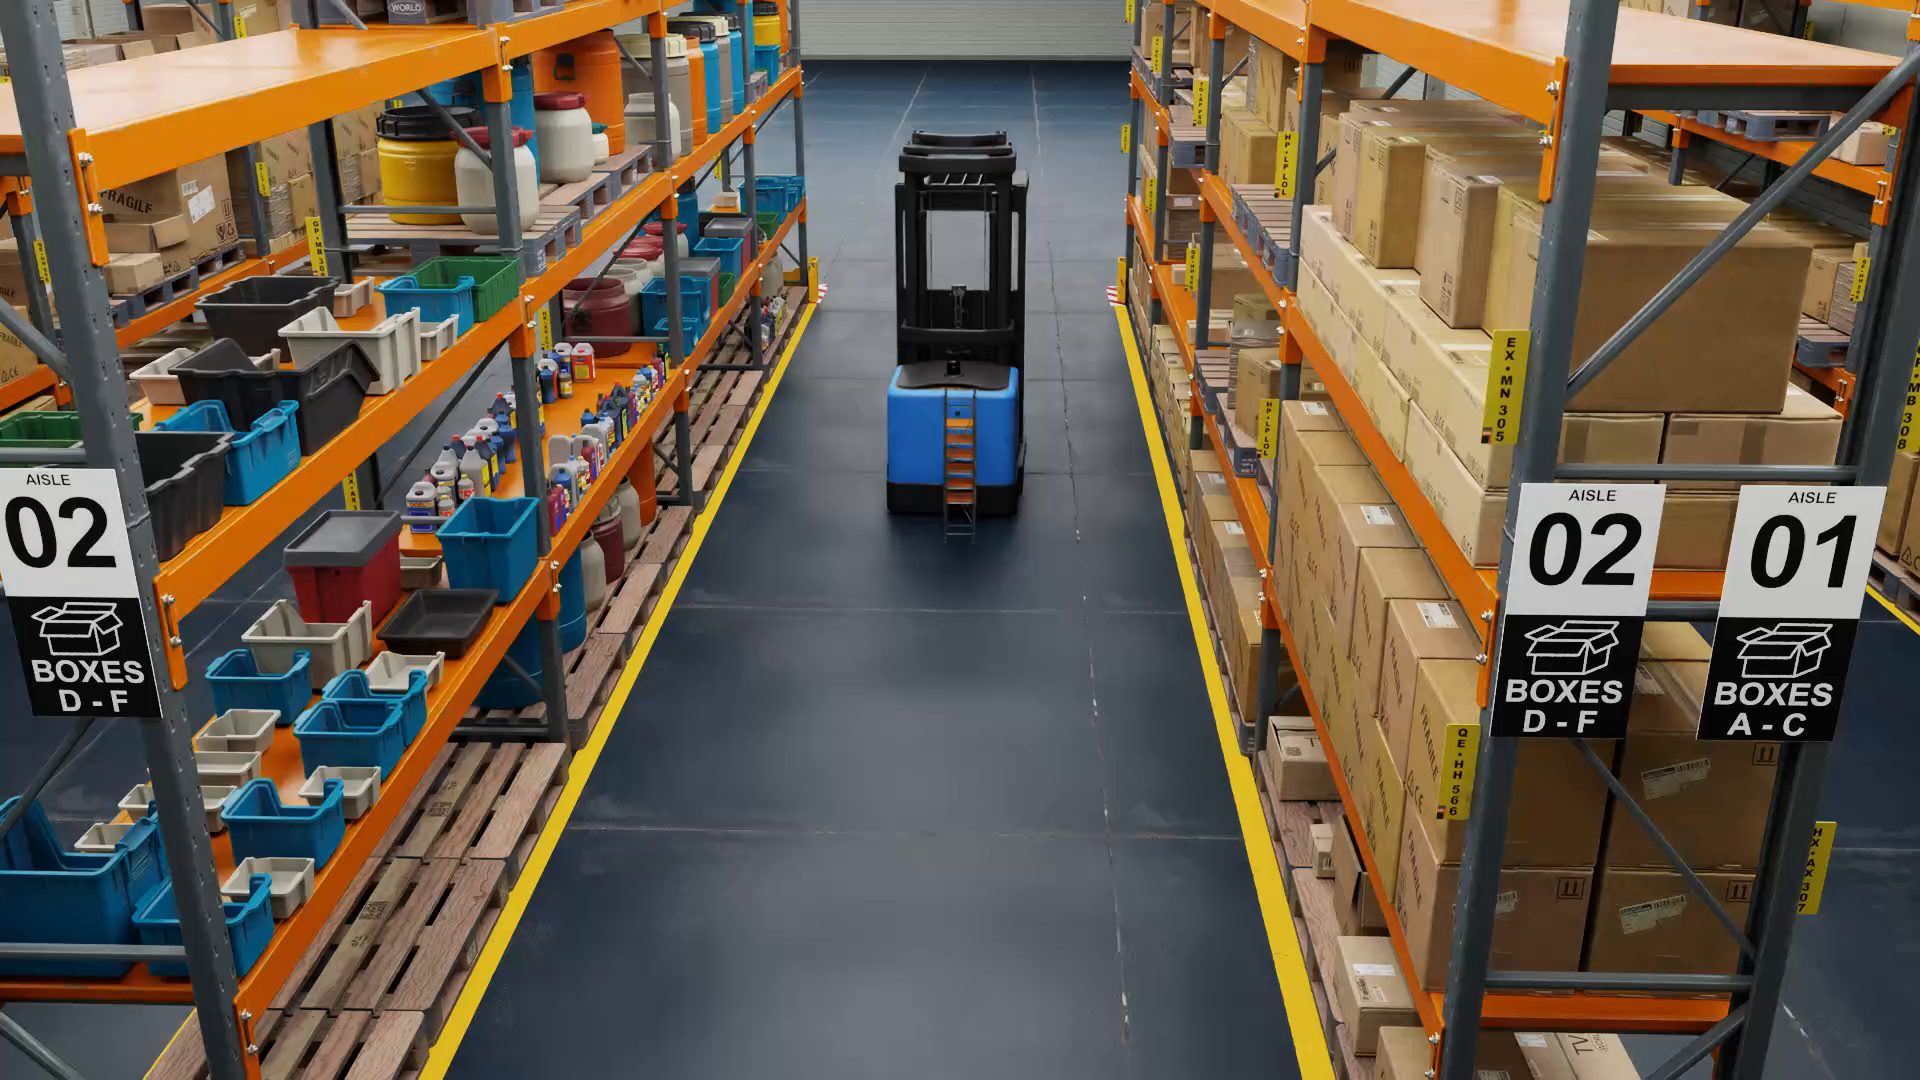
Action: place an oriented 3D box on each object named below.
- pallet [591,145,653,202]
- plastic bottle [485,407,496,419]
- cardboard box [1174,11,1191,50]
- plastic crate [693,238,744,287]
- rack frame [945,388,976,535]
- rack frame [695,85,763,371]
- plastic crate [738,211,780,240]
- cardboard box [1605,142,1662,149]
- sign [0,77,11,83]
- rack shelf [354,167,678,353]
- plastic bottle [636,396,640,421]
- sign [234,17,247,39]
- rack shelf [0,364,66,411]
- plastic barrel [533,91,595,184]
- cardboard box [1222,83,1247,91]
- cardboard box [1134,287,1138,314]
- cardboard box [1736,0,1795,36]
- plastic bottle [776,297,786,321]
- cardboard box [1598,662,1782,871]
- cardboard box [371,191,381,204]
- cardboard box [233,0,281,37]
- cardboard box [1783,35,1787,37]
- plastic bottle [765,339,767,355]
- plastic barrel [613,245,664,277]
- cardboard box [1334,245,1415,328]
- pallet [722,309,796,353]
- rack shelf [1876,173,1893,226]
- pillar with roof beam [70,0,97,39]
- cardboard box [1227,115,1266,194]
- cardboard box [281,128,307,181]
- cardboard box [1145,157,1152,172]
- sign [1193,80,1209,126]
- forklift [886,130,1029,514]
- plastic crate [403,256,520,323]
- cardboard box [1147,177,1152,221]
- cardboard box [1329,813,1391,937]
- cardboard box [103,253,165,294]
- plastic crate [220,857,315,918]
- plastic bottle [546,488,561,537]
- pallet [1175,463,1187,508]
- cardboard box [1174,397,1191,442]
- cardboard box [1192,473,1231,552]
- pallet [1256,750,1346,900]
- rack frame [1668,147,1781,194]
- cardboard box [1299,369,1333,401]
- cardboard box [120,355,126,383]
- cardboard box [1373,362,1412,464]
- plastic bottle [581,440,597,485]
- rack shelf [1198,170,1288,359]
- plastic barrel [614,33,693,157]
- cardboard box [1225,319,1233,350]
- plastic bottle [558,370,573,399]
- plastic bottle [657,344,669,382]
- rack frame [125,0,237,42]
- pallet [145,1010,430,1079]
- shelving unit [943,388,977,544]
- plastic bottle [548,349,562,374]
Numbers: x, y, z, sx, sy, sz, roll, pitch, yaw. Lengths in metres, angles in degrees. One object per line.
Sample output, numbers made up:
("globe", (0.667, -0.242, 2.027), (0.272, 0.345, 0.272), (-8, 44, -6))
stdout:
("pallet", (-2.767, -2.580, 11.645), (1.003, 0.211, 1.213), (1, 21, 2))
("plastic bottle", (-3.080, -0.721, 10.902), (0.061, 0.283, 0.133), (1, 21, 2))
("cardboard box", (2.602, -5.237, 17.315), (0.797, 0.503, 0.637), (3, 21, 8))
("plastic crate", (-2.247, -2.581, 15.557), (0.392, 0.384, 0.575), (1, 21, 2))
("rack frame", (0.003, -0.598, 12.911), (0.240, 1.200, 0.006), (1, 21, 2))
("rack frame", (-2.525, -2.991, 16.591), (1.000, 3.000, 0.127), (1, 21, 2))
("plastic crate", (-2.201, -3.380, 17.886), (0.450, 0.188, 0.662), (1, 21, 2))
("cardboard box", (7.672, -4.263, 19.011), (0.500, 0.500, 0.500), (1, 21, 2))
("sign", (-7.043, -3.266, 12.330), (0.100, 0.325, 0.005), (1, 21, 2))
("rack shelf", (-2.707, -1.885, 10.587), (1.077, 0.370, 4.000), (1, 21, 2))
("plastic bottle", (-2.282, -0.930, 11.553), (0.097, 0.201, 0.097), (0, 21, 0))
("sign", (-6.921, -4.864, 16.011), (0.100, 0.325, 0.005), (1, 21, 2))
("rack shelf", (-7.658, -0.541, 11.270), (1.077, 0.370, 4.000), (1, 21, 2))
("plastic barrel", (-2.550, -2.560, 10.564), (0.433, 0.535, 0.433), (0, 21, 0))
("cardboard box", (2.289, -3.574, 13.574), (0.500, 0.250, 0.500), (0, 21, 1))
("cardboard box", (2.282, -2.742, 19.170), (0.500, 0.250, 0.500), (1, 21, 2))
("cardboard box", (7.678, -4.976, 16.013), (0.500, 0.500, 0.500), (1, 21, 3))
("plastic bottle", (-2.056, -2.613, 18.773), (0.152, 0.276, 0.135), (1, 21, 2))
("cardboard box", (2.338, 0.733, 5.472), (0.500, 0.500, 0.500), (1, 21, 3))
("cardboard box", (-7.120, -4.088, 19.765), (0.380, 0.149, 0.250), (1, 21, 2))
("cardboard box", (-7.669, -5.775, 18.378), (0.500, 0.500, 0.500), (1, 21, 1))
("cardboard box", (7.281, -4.326, 15.166), (0.500, 0.500, 0.500), (4, 22, 9))
("plastic bottle", (-2.074, -2.039, 17.397), (0.097, 0.201, 0.097), (0, 21, 0))
("plastic barrel", (-2.809, -2.289, 14.594), (0.433, 0.535, 0.433), (0, 21, 0))
("cardboard box", (1.880, -1.070, 7.008), (0.500, 0.250, 0.500), (1, 21, 2))
("pallet", (-2.428, -2.376, 18.860), (1.003, 0.211, 1.213), (1, 21, 2))
("rack shelf", (7.195, -1.776, 10.306), (1.077, 0.370, 4.000), (1, 21, 2))
("pillar with roof beam", (-18.110, -15.839, 41.411), (9.100, 9.000, 0.400), (1, 21, 2))
("cardboard box", (2.309, -2.591, 11.276), (0.910, 0.500, 0.500), (1, 21, 2))
("cardboard box", (-7.194, -4.038, 17.357), (0.500, 0.500, 0.500), (1, 21, 2))
("cardboard box", (2.291, -4.218, 18.717), (0.380, 0.149, 0.250), (0, 21, 0))
("sign", (1.750, -3.174, 12.092), (0.100, 0.325, 0.005), (1, 21, 2))
("forklift", (0.022, -2.066, 14.301), (1.130, 2.935, 3.031), (1, 21, 4))
("plastic crate", (-2.479, -1.242, 8.228), (0.450, 0.188, 0.662), (1, 21, 2))
("cardboard box", (2.489, -3.890, 18.769), (0.700, 0.500, 0.500), (1, 21, 2))
("cardboard box", (2.131, 1.595, 7.613), (0.797, 0.503, 0.637), (1, 21, 2))
("cardboard box", (-7.316, -2.329, 14.510), (0.500, 0.250, 0.500), (0, 21, 0))
("plastic crate", (-2.461, 1.242, 5.963), (0.250, 0.136, 0.298), (1, 21, 2))
("plastic bottle", (-2.330, -0.172, 9.487), (0.061, 0.283, 0.133), (1, 21, 2))
("pallet", (2.369, -0.486, 13.990), (1.003, 0.211, 1.213), (1, 21, 2))
("cardboard box", (2.084, -1.044, 14.019), (0.500, 0.311, 0.500), (0, 21, 1))
("cardboard box", (1.995, -0.178, 12.188), (0.500, 0.500, 0.500), (0, 21, 0))
("pallet", (2.161, 1.506, 8.856), (1.003, 0.211, 1.213), (1, 21, 2))
("rack frame", (7.378, -2.882, 16.310), (1.000, 3.000, 0.127), (1, 21, 2))
("cardboard box", (2.378, -0.703, 9.976), (0.700, 0.500, 0.500), (4, 22, 10))
("cardboard box", (-7.601, -1.423, 14.360), (0.500, 0.250, 0.500), (3, 21, 8))
("cardboard box", (1.842, -0.475, 6.167), (0.500, 0.250, 0.500), (1, 21, 2))
("plastic bottle", (-2.303, -0.493, 10.314), (0.061, 0.283, 0.133), (1, 21, 2))
("rack shelf", (2.244, -1.829, 10.443), (1.077, 0.370, 4.000), (1, 21, 2))
("plastic barrel", (-2.404, -3.471, 12.989), (0.600, 0.901, 0.600), (0, 21, 0))
("cardboard box", (2.359, -1.578, 13.073), (0.500, 0.311, 0.500), (2, 21, 5))
("plastic bottle", (-2.871, -1.137, 12.088), (0.097, 0.201, 0.097), (0, 21, 0))
("plastic bottle", (-2.232, -1.339, 12.495), (0.061, 0.283, 0.133), (1, 21, 2))
("rack frame", (-7.475, -5.842, 15.646), (1.000, 3.000, 0.127), (1, 21, 2))
("pallet", (-2.826, 2.350, 6.680), (1.003, 0.211, 1.213), (1, 21, 2))
("shelving unit", (0.000, -0.565, 12.825), (0.258, 1.200, 0.189), (1, 21, 2))
("plastic bottle", (-3.014, -1.290, 12.385), (0.097, 0.271, 0.097), (0, 21, 0))
